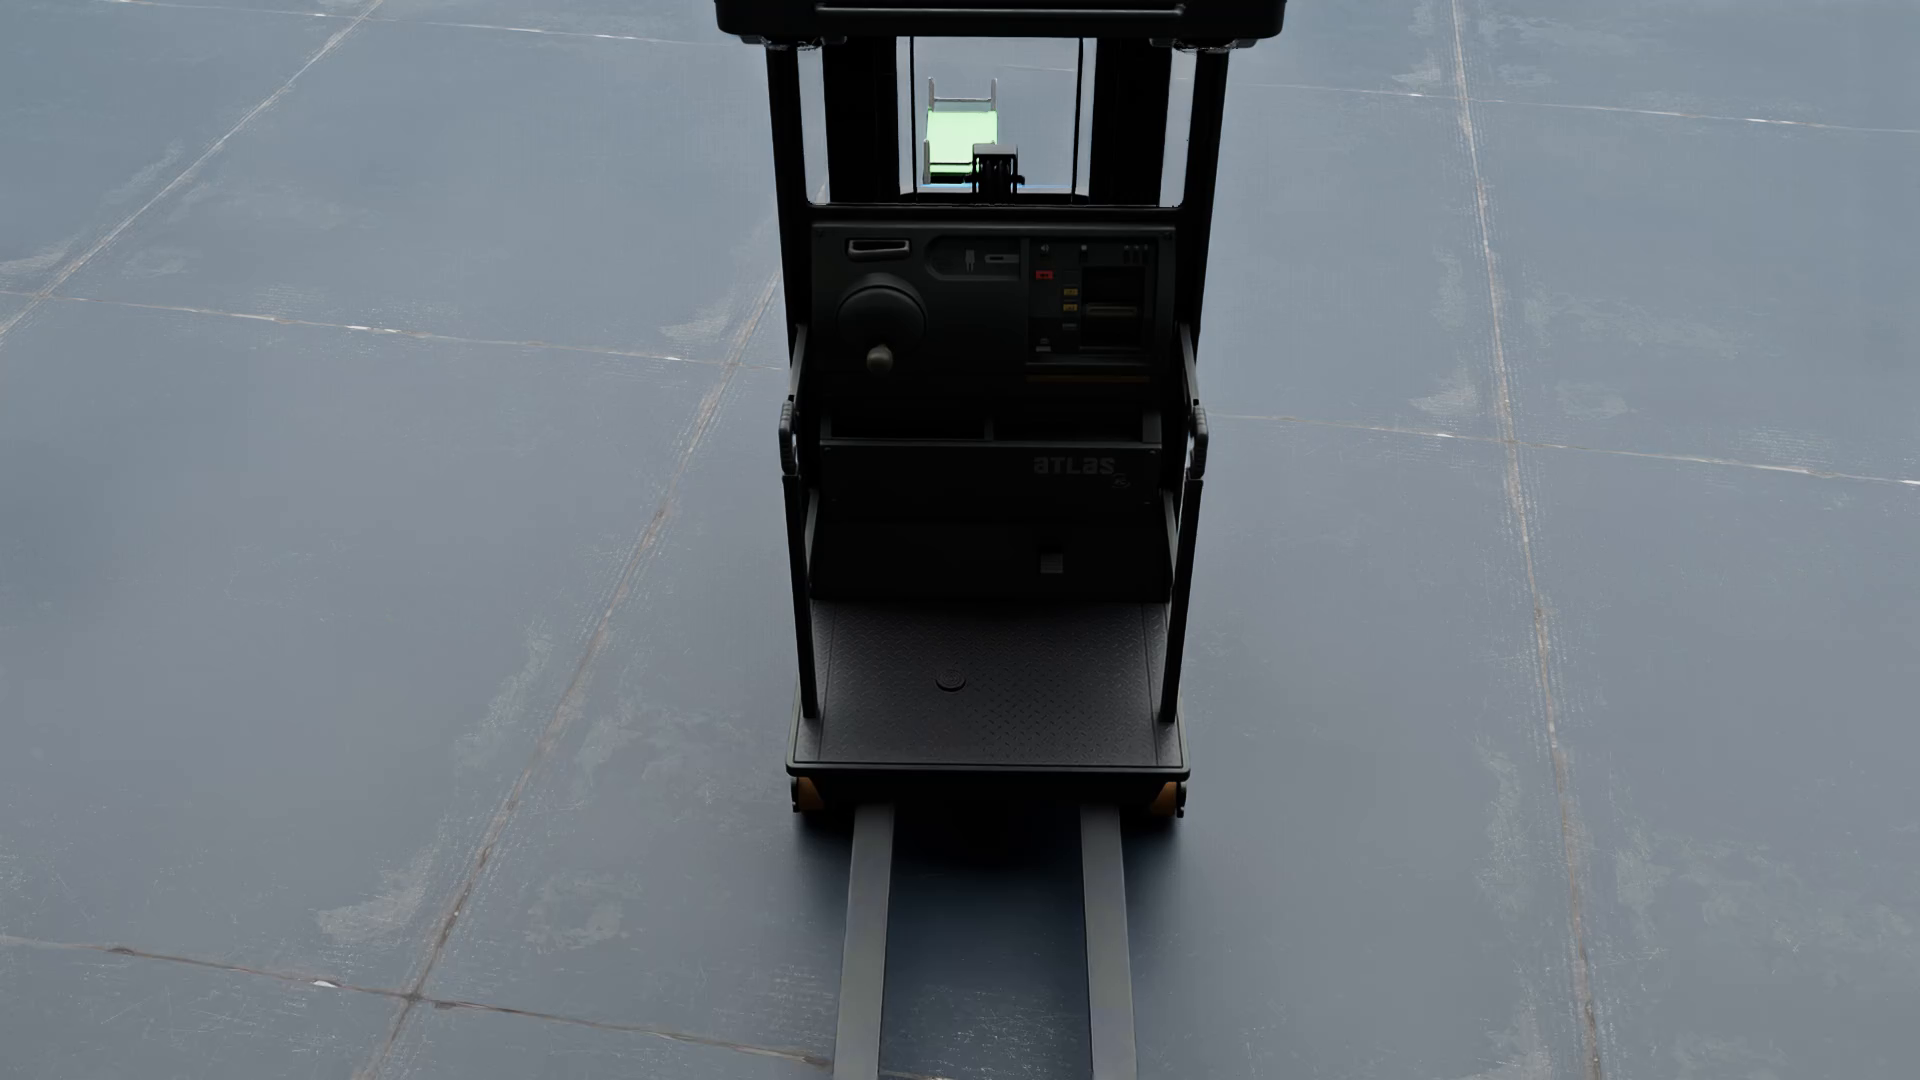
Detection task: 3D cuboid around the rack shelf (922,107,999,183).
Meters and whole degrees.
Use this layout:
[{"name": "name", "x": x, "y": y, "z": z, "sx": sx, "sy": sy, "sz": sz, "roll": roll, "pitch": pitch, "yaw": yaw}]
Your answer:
[{"name": "rack shelf", "x": 0.005, "y": -1.327, "z": 5.760, "sx": 0.258, "sy": 0.148, "sz": 0.480, "roll": 1, "pitch": 40, "yaw": 1}]

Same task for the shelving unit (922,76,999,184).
[{"name": "shelving unit", "x": 0.005, "y": -1.006, "z": 6.025, "sx": 0.258, "sy": 1.200, "sz": 0.503, "roll": 1, "pitch": 40, "yaw": 1}]

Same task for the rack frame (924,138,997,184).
[{"name": "rack frame", "x": 0.001, "y": -0.851, "z": 5.837, "sx": 0.240, "sy": 1.200, "sz": 0.015, "roll": 1, "pitch": 40, "yaw": 1}]

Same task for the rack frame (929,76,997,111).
[{"name": "rack frame", "x": 0.010, "y": -1.162, "z": 6.213, "sx": 0.240, "sy": 1.200, "sz": 0.015, "roll": 1, "pitch": 40, "yaw": 1}]

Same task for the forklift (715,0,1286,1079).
[{"name": "forklift", "x": 0.083, "y": -0.542, "z": 4.105, "sx": 1.130, "sy": 2.935, "sz": 3.031, "roll": 1, "pitch": 40, "yaw": 1}]
